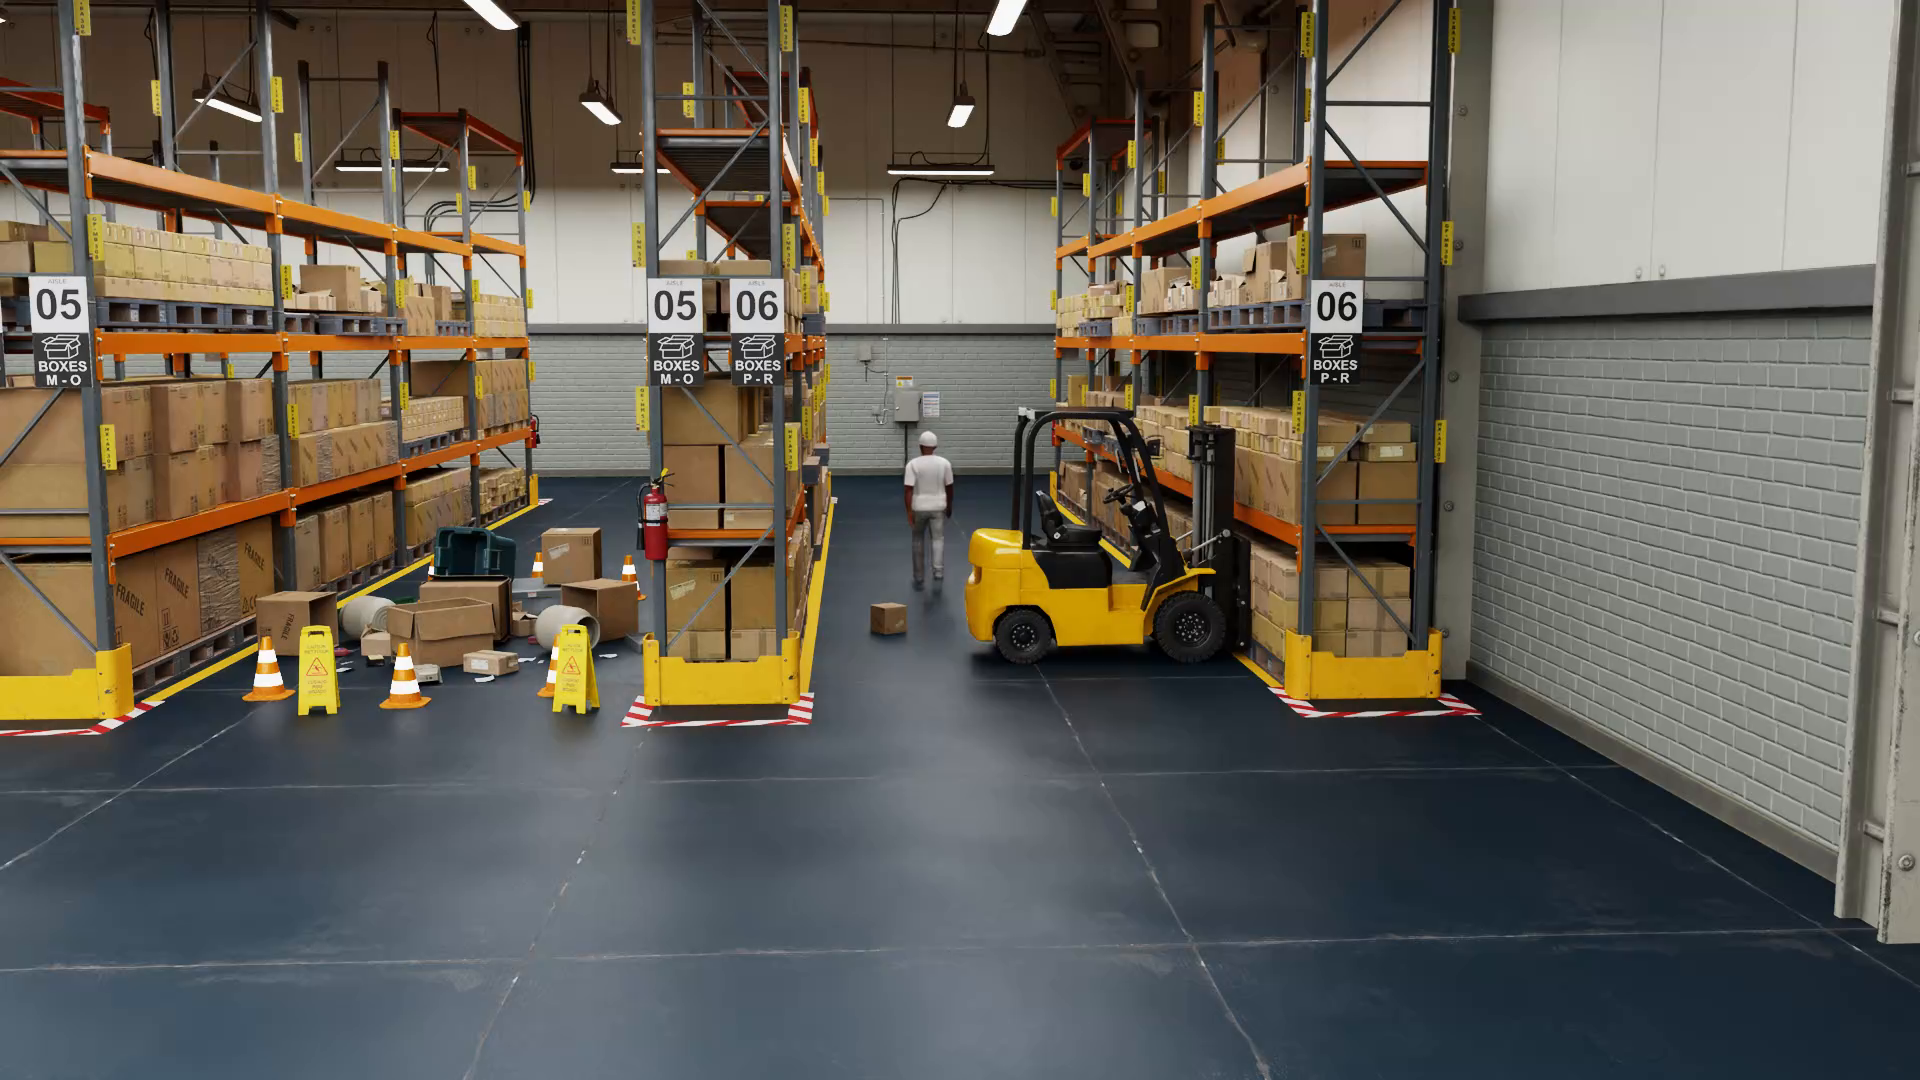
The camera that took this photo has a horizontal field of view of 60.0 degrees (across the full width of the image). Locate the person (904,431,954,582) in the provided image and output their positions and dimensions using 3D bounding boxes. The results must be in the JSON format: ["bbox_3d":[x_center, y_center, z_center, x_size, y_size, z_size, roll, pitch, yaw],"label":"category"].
[{"bbox_3d":[-0.352,-0.360,18.659,0.560,1.724,0.993,0,7,-3],"label":"person"}]
